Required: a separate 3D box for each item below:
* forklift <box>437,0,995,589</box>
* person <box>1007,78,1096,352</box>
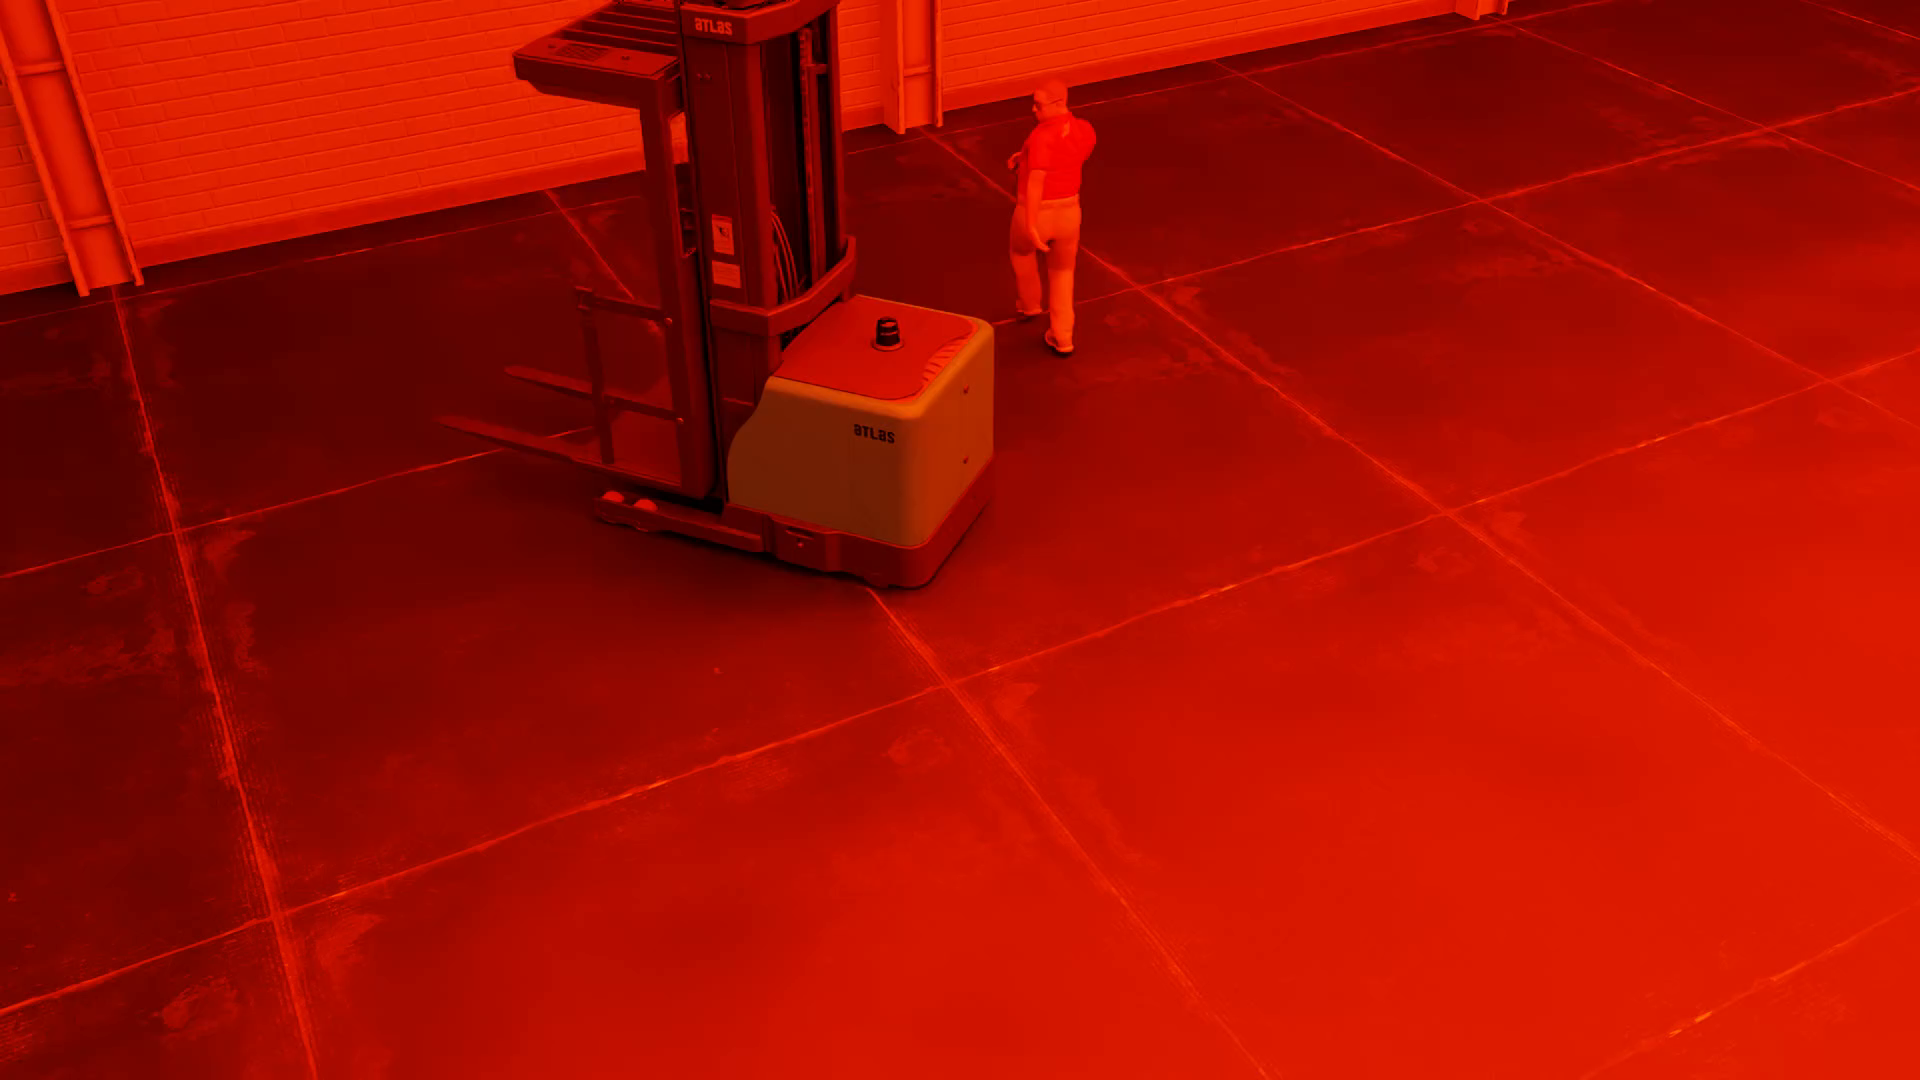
[{"bbox_3d":[-1.378,-1.506,8.254,3.031,2.935,1.130,14,38,19],"label":"forklift"},{"bbox_3d":[0.547,-1.970,10.055,0.564,1.689,0.957,-10,36,-13],"label":"person"}]
